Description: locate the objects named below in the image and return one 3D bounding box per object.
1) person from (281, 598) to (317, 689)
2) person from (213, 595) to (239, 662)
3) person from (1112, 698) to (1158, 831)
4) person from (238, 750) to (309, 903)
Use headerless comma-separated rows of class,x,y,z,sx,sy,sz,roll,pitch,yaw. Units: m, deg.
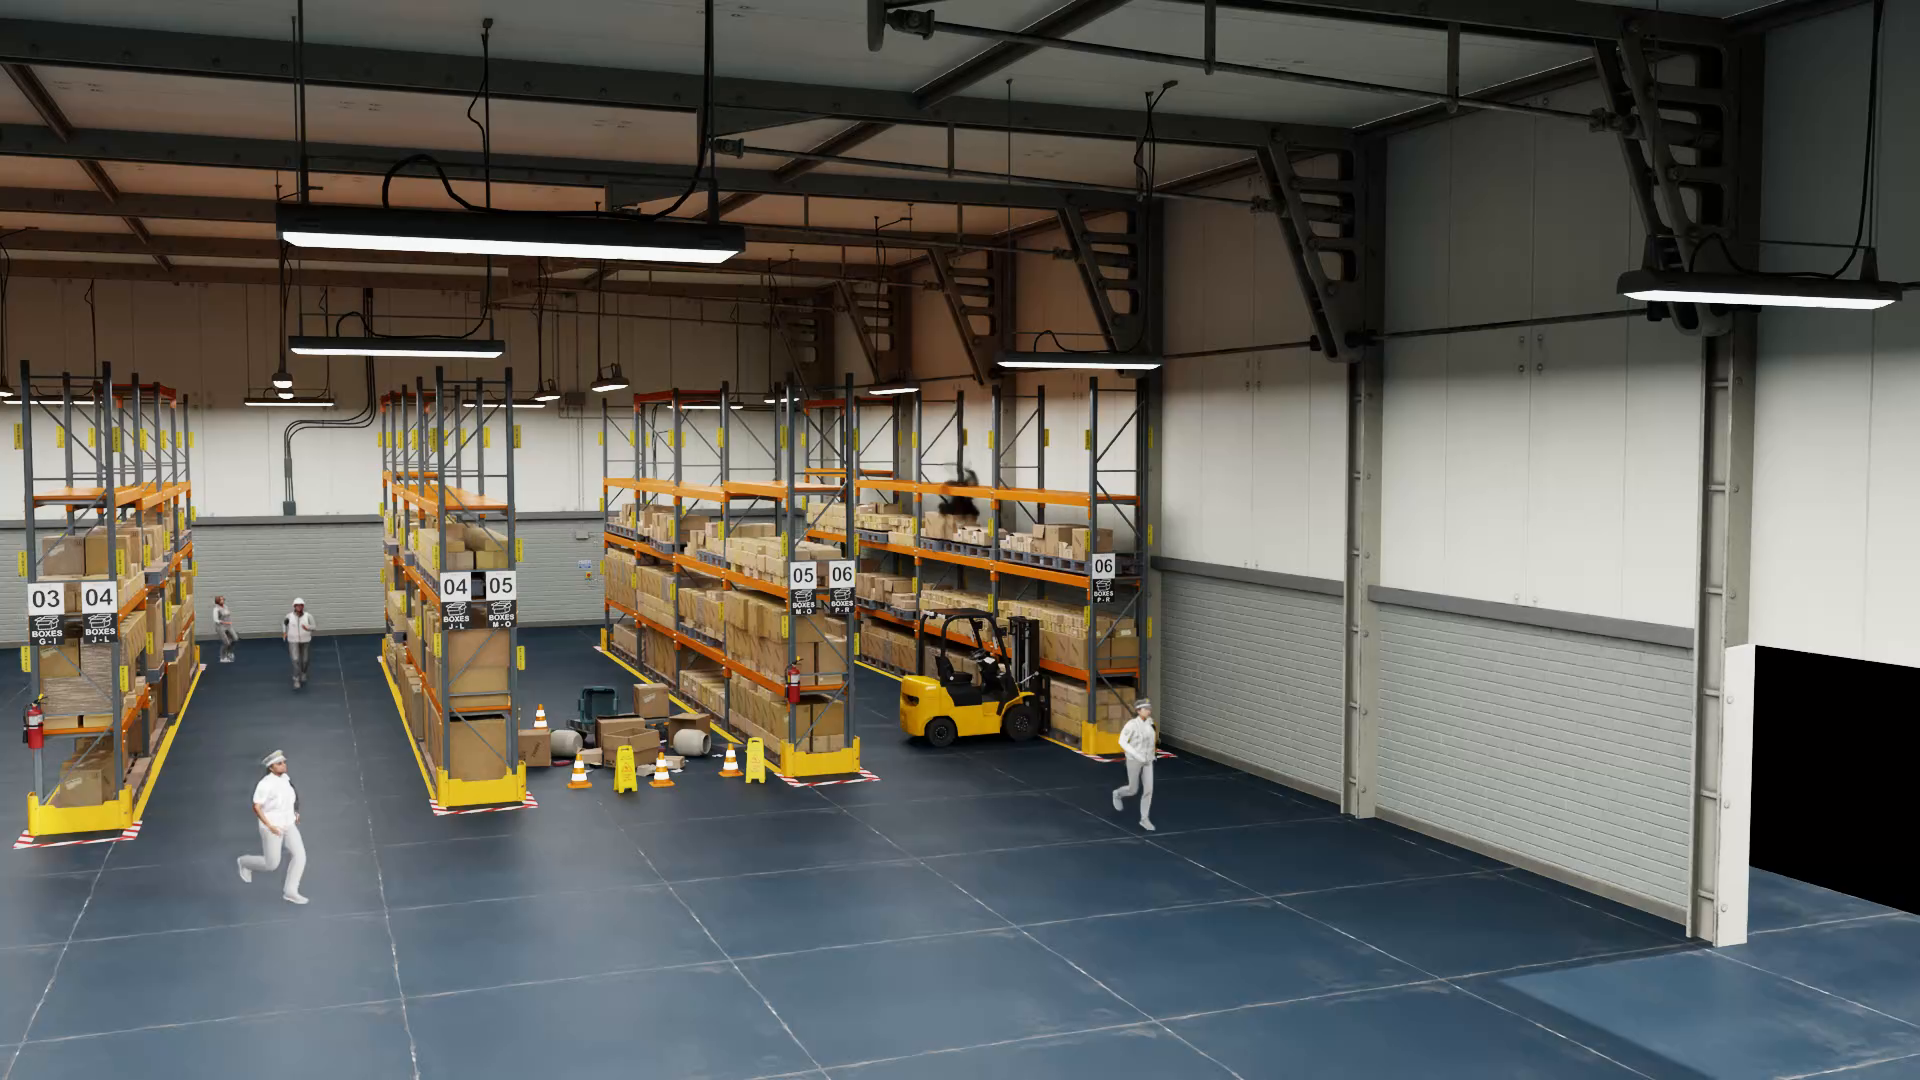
person,-13.377,2.067,33.677,0.649,1.780,0.939,-2,4,-25
person,-16.409,1.985,37.080,0.581,1.523,0.518,1,4,22
person,2.325,2.879,21.635,0.641,1.680,0.817,-2,4,-35
person,-7.449,3.105,18.078,0.803,1.670,0.572,1,4,21
